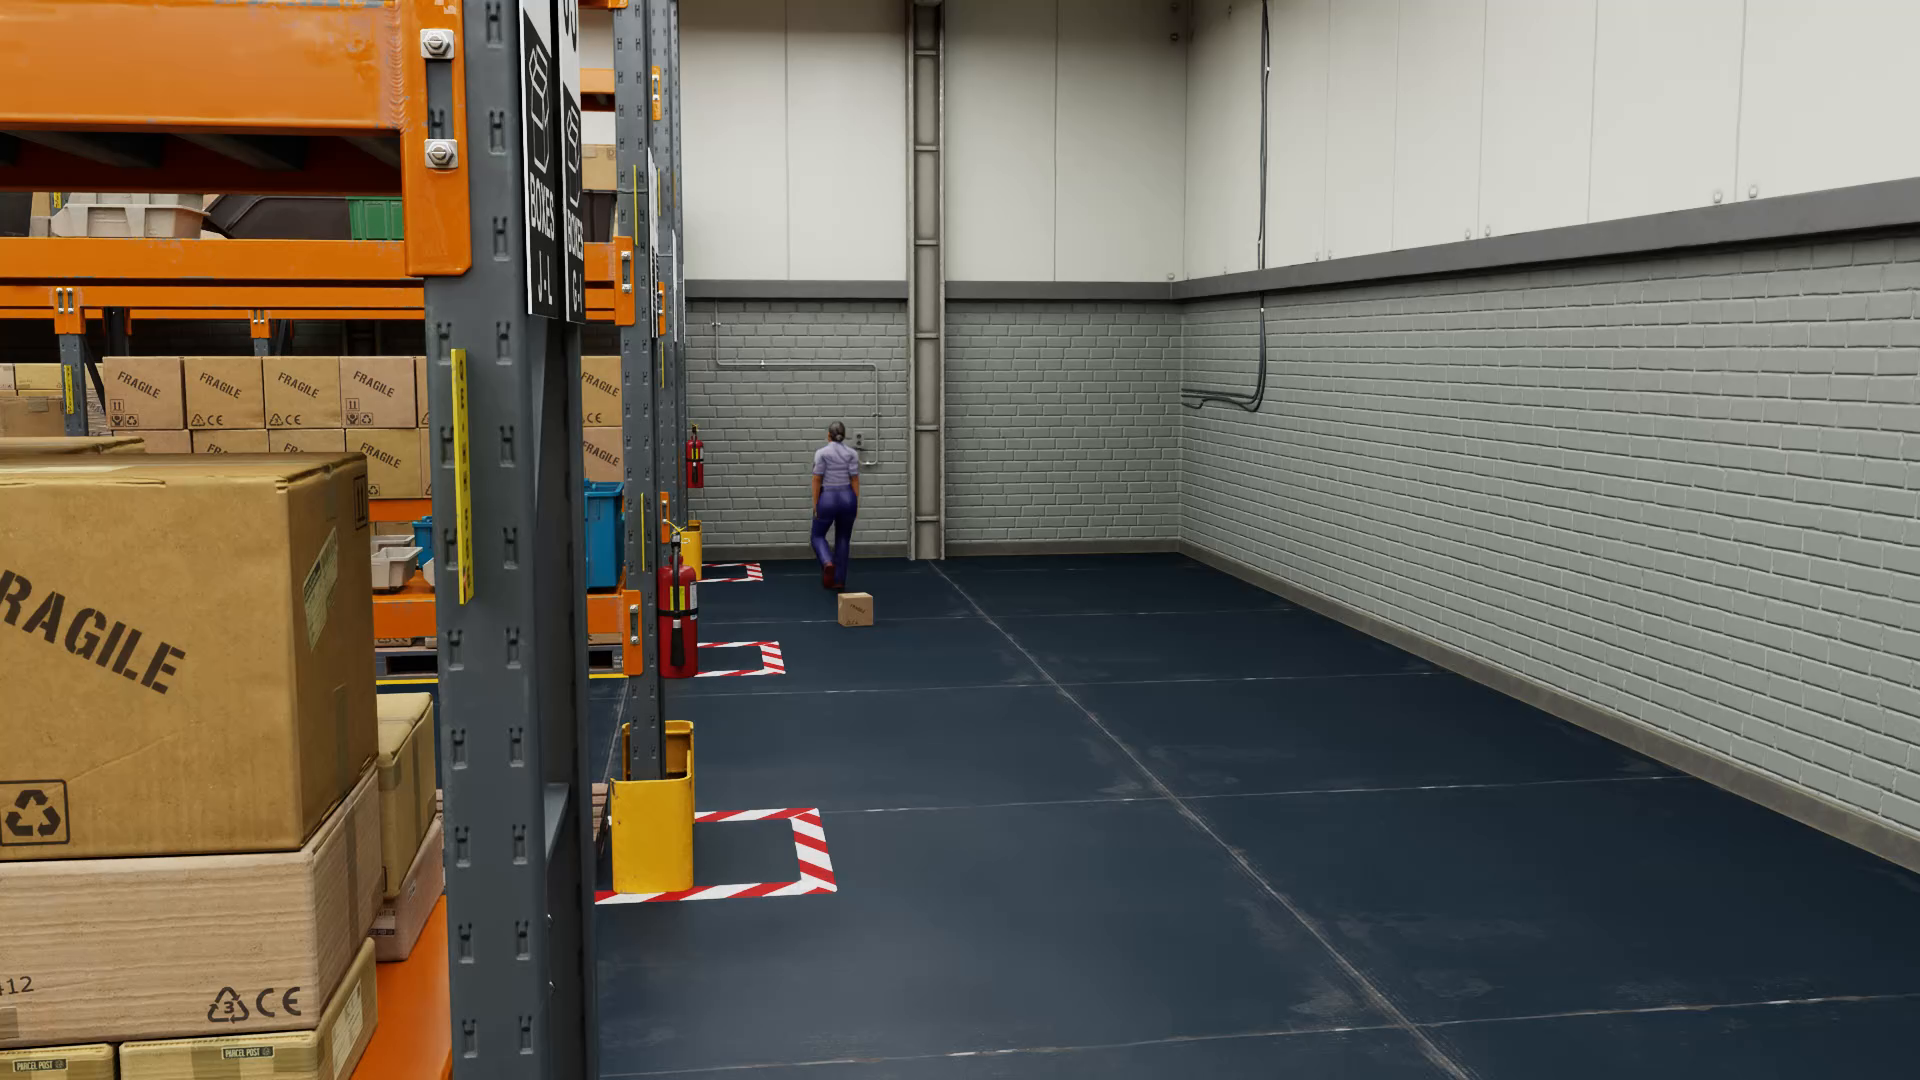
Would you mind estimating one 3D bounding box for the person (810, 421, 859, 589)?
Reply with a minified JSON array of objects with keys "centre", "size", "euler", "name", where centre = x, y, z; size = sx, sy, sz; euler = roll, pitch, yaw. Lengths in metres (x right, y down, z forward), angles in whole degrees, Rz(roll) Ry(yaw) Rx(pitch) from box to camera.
[{"centre":[-1.202,-0.330,16.126],"size":[0.472,1.620,0.500],"euler":[-2,7,-16],"name":"person"}]
